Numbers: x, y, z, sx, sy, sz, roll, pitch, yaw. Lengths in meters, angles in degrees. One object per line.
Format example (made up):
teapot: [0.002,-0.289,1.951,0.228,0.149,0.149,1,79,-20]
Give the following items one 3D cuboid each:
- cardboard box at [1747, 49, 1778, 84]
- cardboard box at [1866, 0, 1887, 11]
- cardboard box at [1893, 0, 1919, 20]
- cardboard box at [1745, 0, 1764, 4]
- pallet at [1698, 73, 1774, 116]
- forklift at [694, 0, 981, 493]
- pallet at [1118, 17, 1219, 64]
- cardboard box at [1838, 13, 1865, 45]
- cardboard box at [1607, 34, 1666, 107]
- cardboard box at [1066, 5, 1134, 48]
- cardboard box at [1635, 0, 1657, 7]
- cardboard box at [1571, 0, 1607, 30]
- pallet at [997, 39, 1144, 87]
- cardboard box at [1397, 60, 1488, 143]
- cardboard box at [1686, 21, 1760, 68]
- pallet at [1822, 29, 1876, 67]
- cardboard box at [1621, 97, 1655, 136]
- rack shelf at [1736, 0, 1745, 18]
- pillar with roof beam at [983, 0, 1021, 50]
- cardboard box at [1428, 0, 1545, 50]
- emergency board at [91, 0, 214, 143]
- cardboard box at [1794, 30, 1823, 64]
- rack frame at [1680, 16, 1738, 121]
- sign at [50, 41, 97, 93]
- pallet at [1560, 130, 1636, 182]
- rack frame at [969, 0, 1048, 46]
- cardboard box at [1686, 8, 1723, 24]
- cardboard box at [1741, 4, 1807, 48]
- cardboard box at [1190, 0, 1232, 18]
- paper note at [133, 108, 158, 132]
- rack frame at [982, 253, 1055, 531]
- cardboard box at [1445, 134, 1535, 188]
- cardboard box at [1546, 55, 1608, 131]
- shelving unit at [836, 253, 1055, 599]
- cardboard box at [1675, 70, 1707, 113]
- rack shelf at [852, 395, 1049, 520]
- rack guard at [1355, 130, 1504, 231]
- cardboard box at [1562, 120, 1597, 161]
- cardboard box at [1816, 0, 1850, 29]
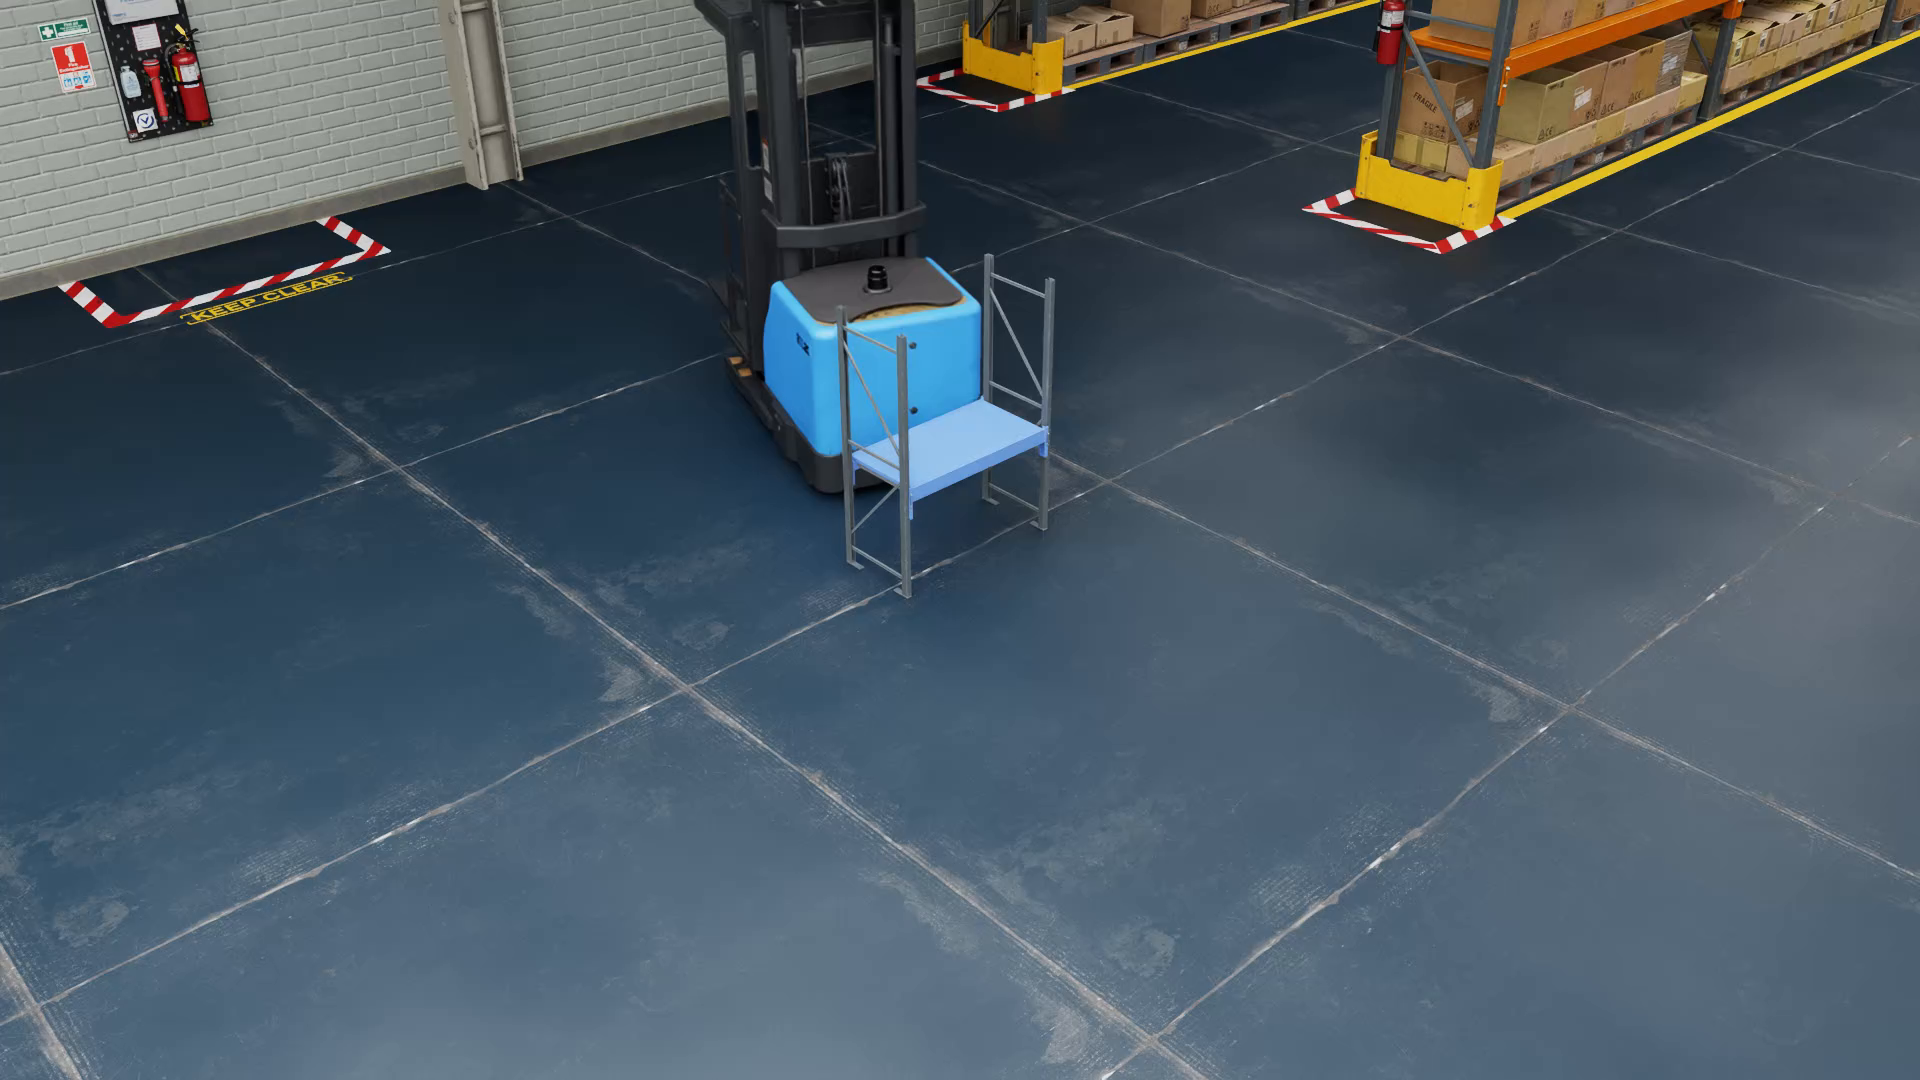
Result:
cardboard box: [7.612,-4.686,16.271,0.500,0.250,0.500,-25,39,-34]
cardboard box: [9.489,-5.835,17.613,0.500,0.311,0.500,-25,39,-34]
cardboard box: [10.233,-6.043,18.232,0.500,0.500,0.500,-24,39,-34]
cardboard box: [7.990,-5.489,17.047,0.500,0.311,0.500,-26,40,-36]
pallet: [7.286,-4.537,16.468,1.213,0.211,1.003,-26,40,-35]
forklift: [-0.905,-2.276,10.163,1.130,2.935,3.031,-12,34,-19]
pallet: [2.038,-5.468,17.990,1.213,0.211,1.003,-26,40,-35]
cardboard box: [9.110,-5.412,17.458,0.500,0.250,0.500,-26,40,-36]
cardboard box: [5.842,-4.177,14.720,0.500,0.500,0.500,-26,40,-35]
cardboard box: [1.455,-5.379,17.328,0.500,0.311,0.500,-22,38,-32]
cardboard box: [5.698,-4.968,14.403,0.500,0.500,0.700,-25,39,-35]
cardboard box: [4.940,-4.597,13.797,0.500,0.500,0.700,-26,40,-35]
pallet: [1.144,-5.038,17.286,1.213,0.211,1.003,-26,40,-35]
cardboard box: [4.030,-3.662,13.878,0.500,0.500,0.500,-26,40,-35]
cardboard box: [7.244,-4.747,15.834,0.500,0.311,0.500,-26,40,-35]
pallet: [9.075,-5.403,17.883,1.213,0.211,1.003,-26,40,-35]
cardboard box: [5.851,-3.852,14.908,0.500,0.250,0.500,-26,40,-35]
rack shelf: [8.239,-5.853,16.637,4.000,0.370,1.077,-26,40,-35]
pillar with roof beam: [3.320,-7.417,12.754,0.400,9.000,9.100,-26,40,-35]
cardboard box: [4.190,-4.235,13.205,0.500,0.500,0.700,-26,40,-35]
emergency board: [-5.845,-3.515,12.122,0.643,1.169,0.194,-26,40,-35]
cardboard box: [8.364,-5.051,16.868,0.500,0.250,0.500,-25,39,-35]
rack frame: [6.772,-5.451,15.289,0.127,3.000,1.000,-26,40,-35]
sign: [-6.320,-3.373,11.857,0.234,0.329,0.001,-26,40,-35]
pallet: [5.266,-3.560,14.870,1.213,0.211,1.003,-26,40,-35]
rack frame: [0.468,-5.926,16.065,0.127,3.000,1.000,-26,40,-35]
cardboard box: [7.251,-5.136,16.470,0.500,0.311,0.500,-25,39,-34]
cardboard box: [7.994,-5.107,16.422,0.500,0.311,0.500,-27,41,-37]
cardboard box: [2.667,-6.082,18.296,0.500,0.500,0.500,26,40,35]
paper note: [-6.021,-3.102,12.293,0.142,0.148,0.016,-26,40,-35]
rack frame: [0.310,-0.790,9.104,0.032,1.500,0.500,-26,40,-35]
cardboard box: [4.383,-3.143,13.748,0.500,0.250,0.500,-26,40,-35]
cardboard box: [5.107,-3.823,14.142,0.500,0.500,0.500,-26,40,-35]
shelving unit: [-0.063,-0.610,8.809,1.048,1.500,0.538,-26,40,-35]
cardboard box: [6.581,-4.209,15.491,0.500,0.250,0.500,-26,40,-35]
rack shelf: [-0.063,-0.456,8.903,1.000,0.185,0.538,-26,40,-35]
rack guard: [3.821,-2.957,13.607,0.348,0.500,1.175,-26,40,-35]
cardboard box: [5.114,-3.499,14.330,0.500,0.250,0.500,-26,40,-35]
cardboard box: [8.740,-5.470,17.016,0.500,0.311,0.500,-26,40,-36]
